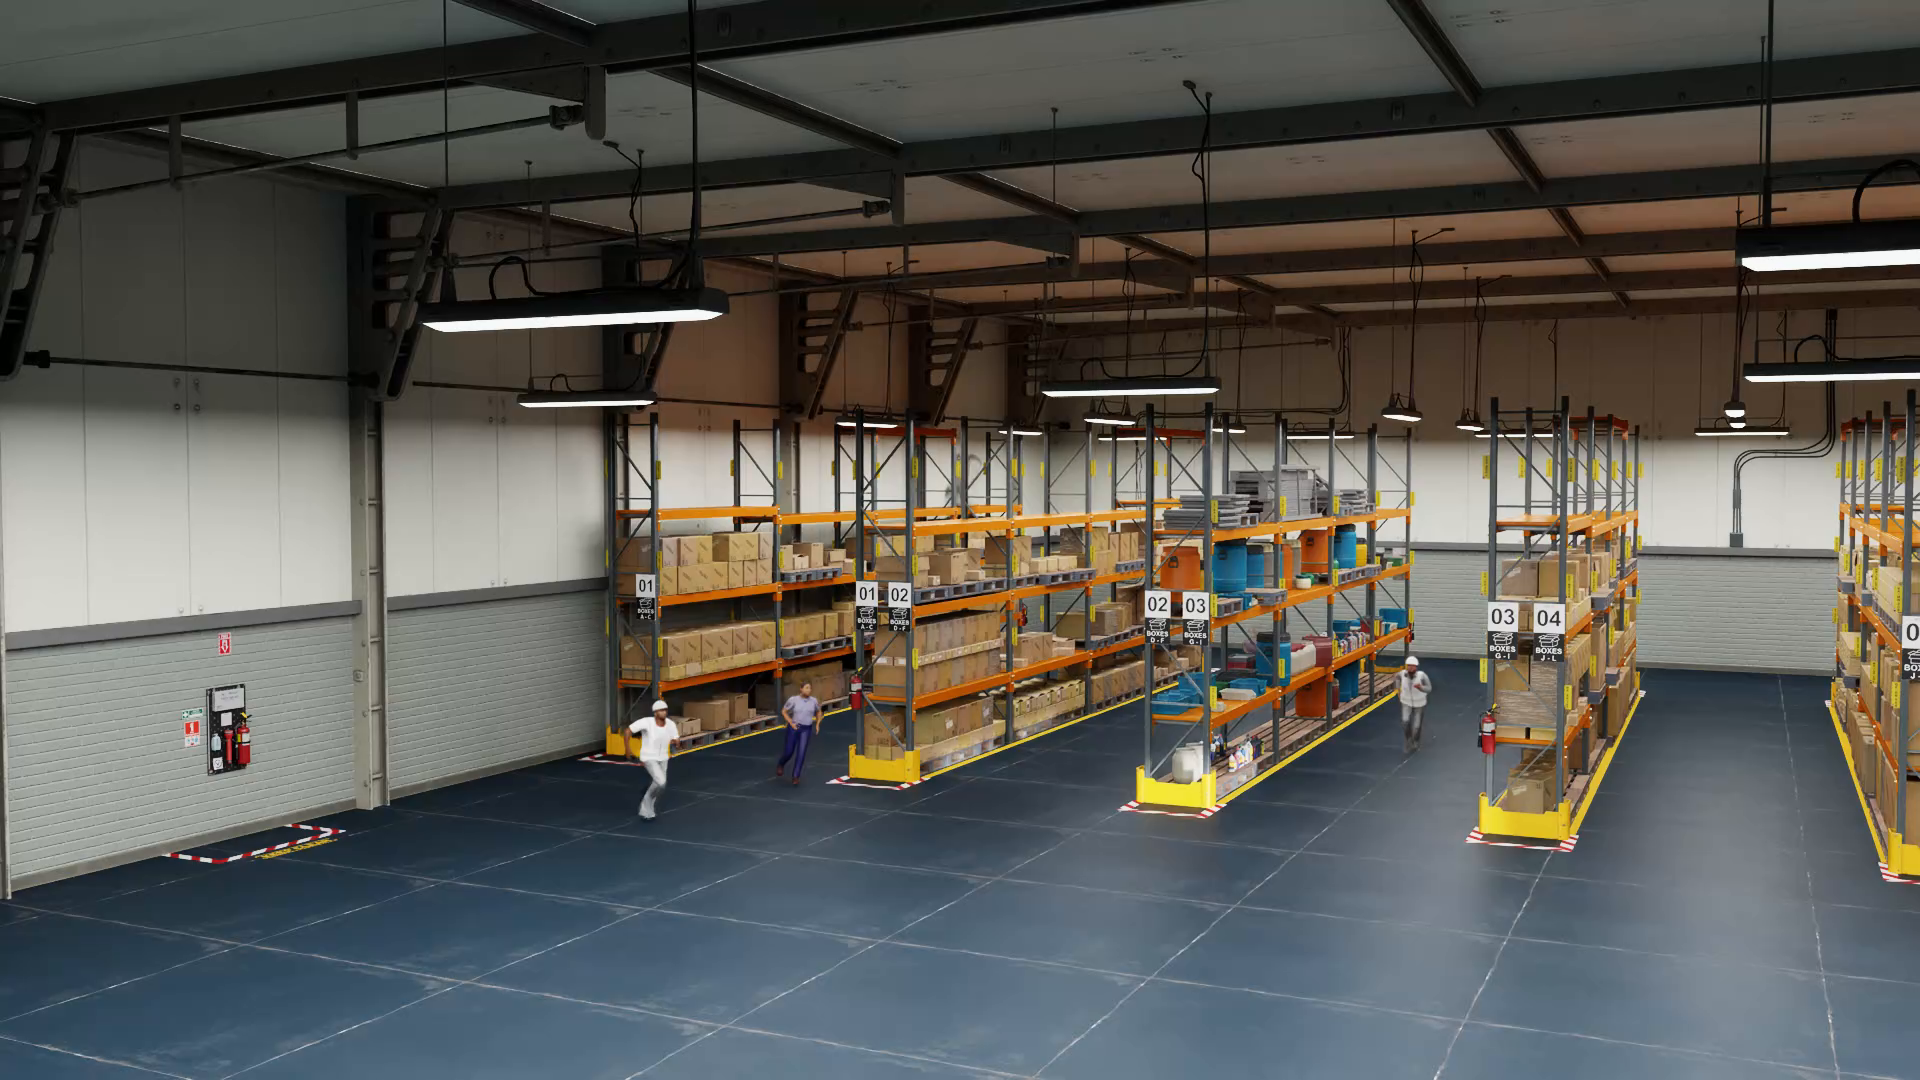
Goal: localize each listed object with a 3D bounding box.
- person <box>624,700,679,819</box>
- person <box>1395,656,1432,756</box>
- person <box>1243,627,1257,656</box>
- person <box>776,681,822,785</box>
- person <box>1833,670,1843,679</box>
[{"bbox_3d":[-4.325,3.134,23.663,0.746,1.707,0.729,-2,3,-44],"label":"person"},{"bbox_3d":[7.971,2.900,29.268,0.646,1.744,0.925,1,3,18],"label":"person"},{"bbox_3d":[6.449,2.672,36.657,0.504,1.529,0.659,1,3,25],"label":"person"},{"bbox_3d":[-2.558,3.082,26.767,0.715,1.604,0.781,-1,3,-19],"label":"person"},{"bbox_3d":[19.268,2.667,36.011,0.580,1.635,0.586,0,2,7],"label":"person"}]
